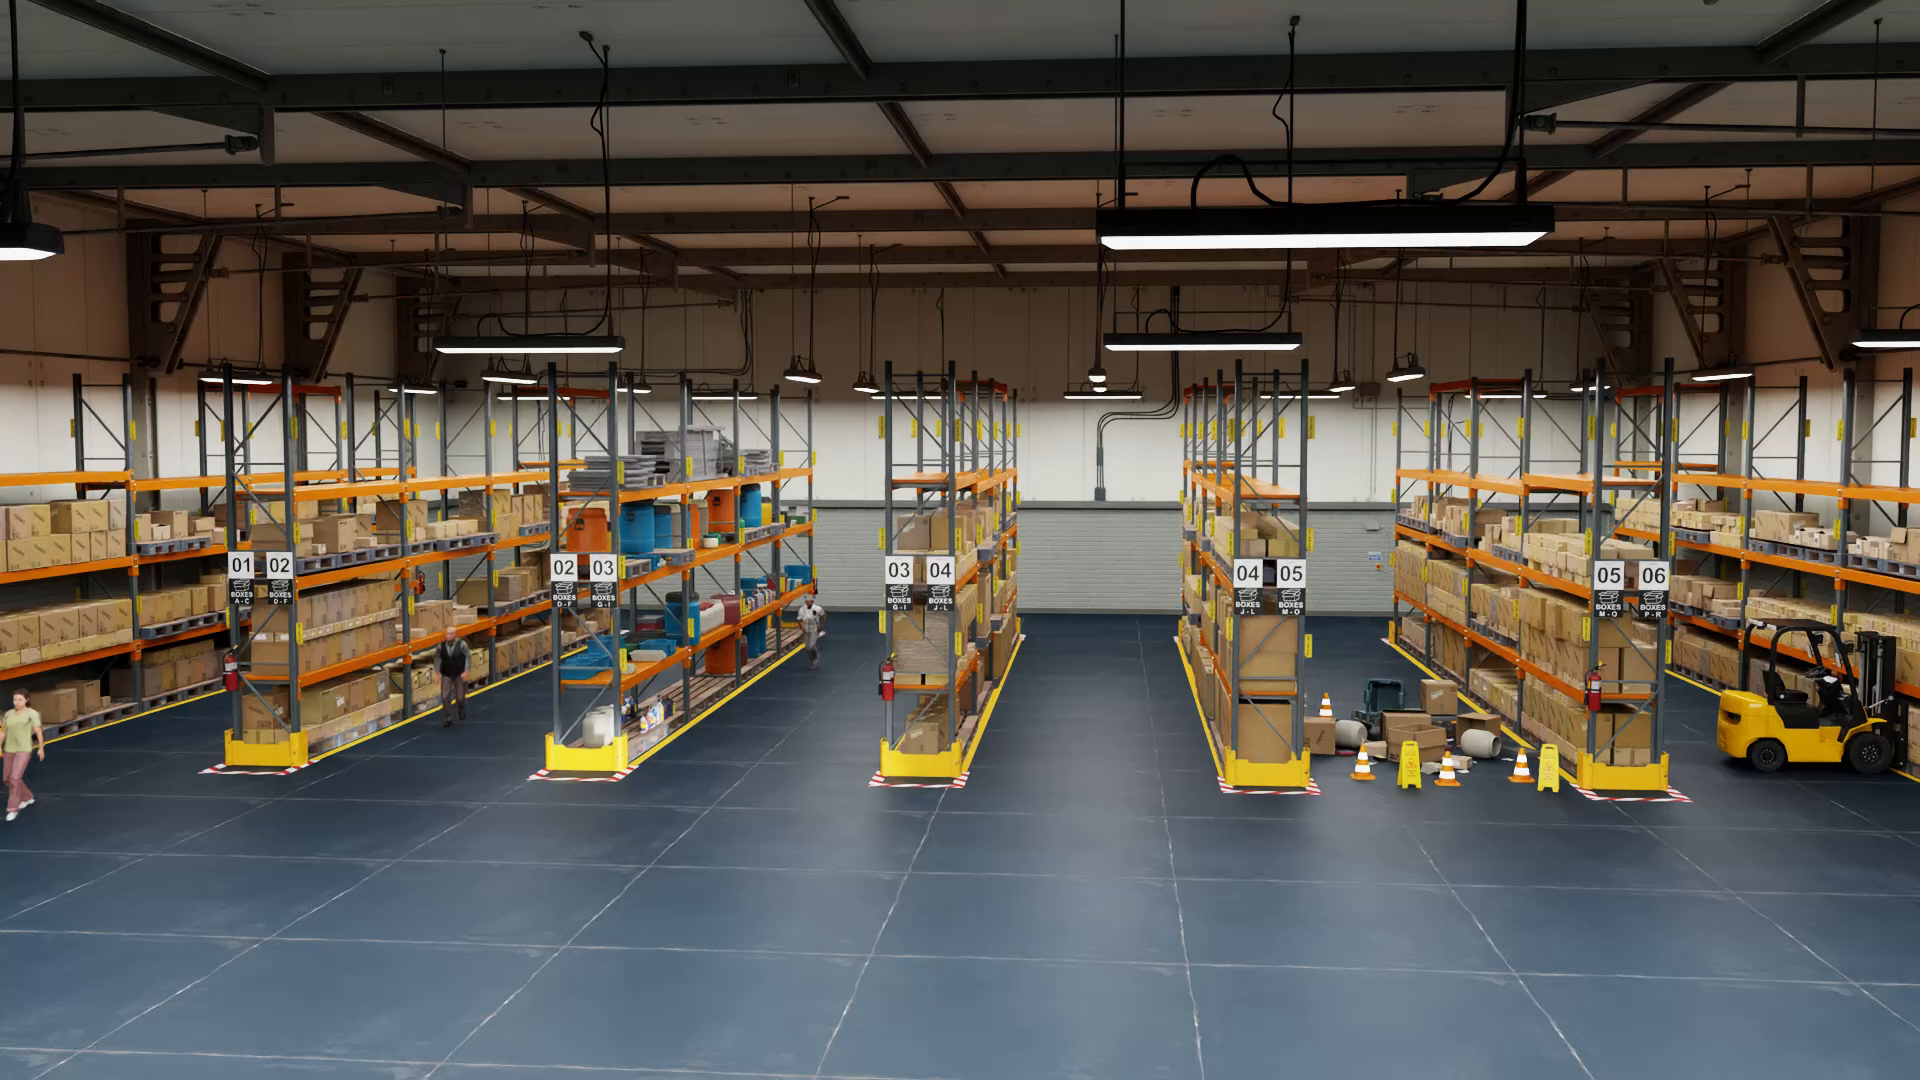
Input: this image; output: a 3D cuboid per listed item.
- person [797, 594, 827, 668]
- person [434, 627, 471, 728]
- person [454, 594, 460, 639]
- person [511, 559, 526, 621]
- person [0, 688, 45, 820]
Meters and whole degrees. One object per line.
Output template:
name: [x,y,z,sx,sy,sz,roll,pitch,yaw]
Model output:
person: [-3.099,1.914,34.842,0.568,1.602,0.740,1,4,15]
person: [-8.605,2.304,28.241,0.624,1.704,0.632,0,4,-6]
person: [-11.218,1.740,37.527,0.448,1.540,0.972,0,4,4]
person: [-11.515,1.321,42.914,0.611,1.649,1.087,0,4,0]
person: [-12.243,2.785,21.661,0.518,1.675,0.660,0,4,1]
